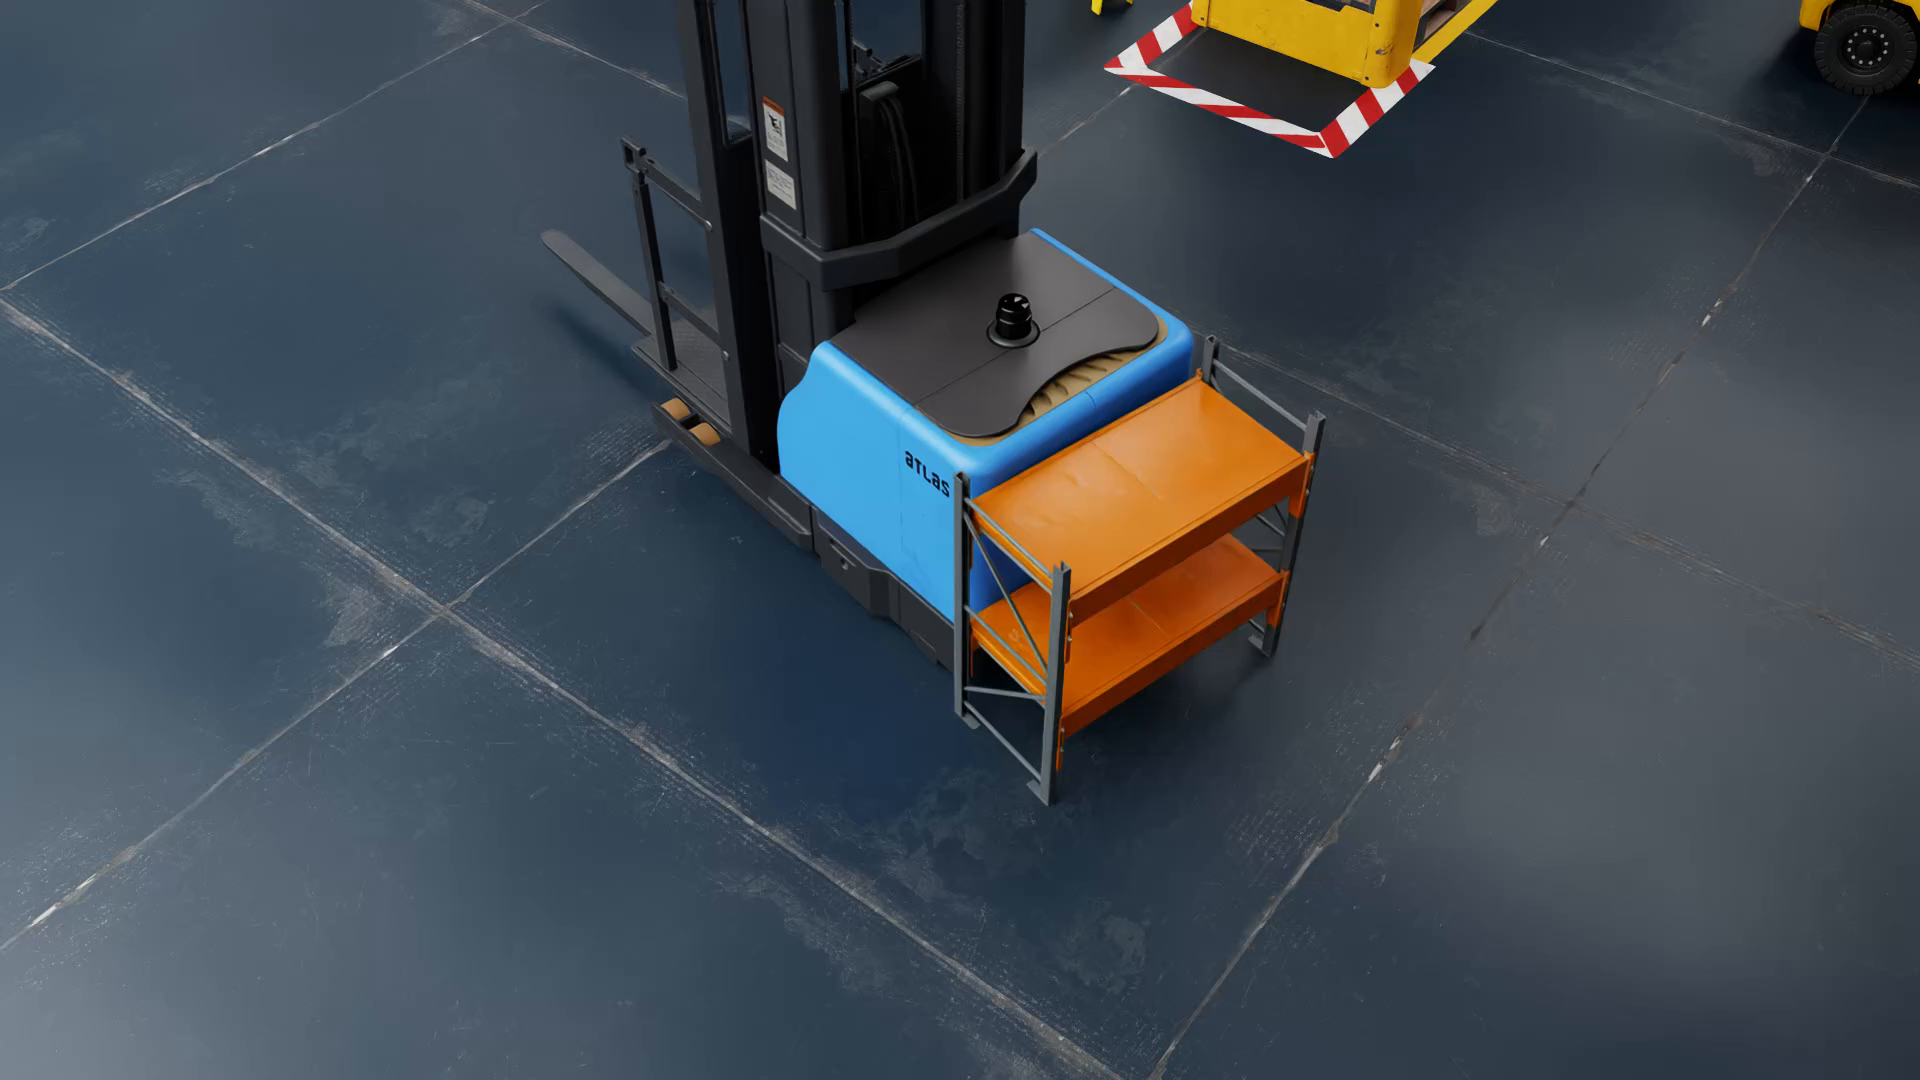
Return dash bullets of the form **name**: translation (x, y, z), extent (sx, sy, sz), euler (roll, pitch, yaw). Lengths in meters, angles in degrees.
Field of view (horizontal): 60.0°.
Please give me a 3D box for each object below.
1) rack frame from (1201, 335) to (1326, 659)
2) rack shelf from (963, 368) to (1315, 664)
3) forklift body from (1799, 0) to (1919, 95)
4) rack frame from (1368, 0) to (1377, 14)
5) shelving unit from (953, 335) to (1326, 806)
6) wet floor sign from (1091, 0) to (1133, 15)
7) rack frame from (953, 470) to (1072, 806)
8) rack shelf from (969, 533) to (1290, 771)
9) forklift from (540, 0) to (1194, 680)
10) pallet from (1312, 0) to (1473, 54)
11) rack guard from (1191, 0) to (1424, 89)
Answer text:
- **rack frame**: translation (0.948, -0.120, 5.587), extent (0.032, 1.125, 0.500), euler (-29, 53, -25)
- **rack shelf**: translation (0.546, -0.097, 5.160), extent (1.000, 0.278, 0.538), euler (-29, 53, -25)
- **forklift body**: translation (5.380, -3.026, 7.653), extent (2.313, 2.155, 1.214), euler (29, 53, 25)
- **rack frame**: translation (1.734, -3.619, 7.633), extent (1.000, 3.000, 0.127), euler (29, 53, 25)
- **shelving unit**: translation (0.546, 0.106, 5.371), extent (1.048, 1.125, 0.538), euler (-29, 53, -25)
- **wet floor sign**: translation (0.771, -3.171, 8.832), extent (0.232, 0.644, 0.267), euler (-25, 51, -22)
- **rack frame**: translation (0.145, 0.331, 5.156), extent (0.032, 1.125, 0.500), euler (-29, 53, -25)
- **rack shelf**: translation (0.546, 0.274, 5.548), extent (1.000, 0.278, 0.538), euler (-29, 53, -25)
- **forklift**: translation (-0.568, -1.523, 5.678), extent (1.130, 2.935, 3.031), euler (-33, 54, -27)
- **pallet**: translation (2.306, -3.149, 9.112), extent (1.003, 0.211, 1.213), euler (29, 53, 25)
- **rack guard**: translation (1.781, -2.800, 8.579), extent (1.175, 0.500, 0.348), euler (29, 53, 25)
